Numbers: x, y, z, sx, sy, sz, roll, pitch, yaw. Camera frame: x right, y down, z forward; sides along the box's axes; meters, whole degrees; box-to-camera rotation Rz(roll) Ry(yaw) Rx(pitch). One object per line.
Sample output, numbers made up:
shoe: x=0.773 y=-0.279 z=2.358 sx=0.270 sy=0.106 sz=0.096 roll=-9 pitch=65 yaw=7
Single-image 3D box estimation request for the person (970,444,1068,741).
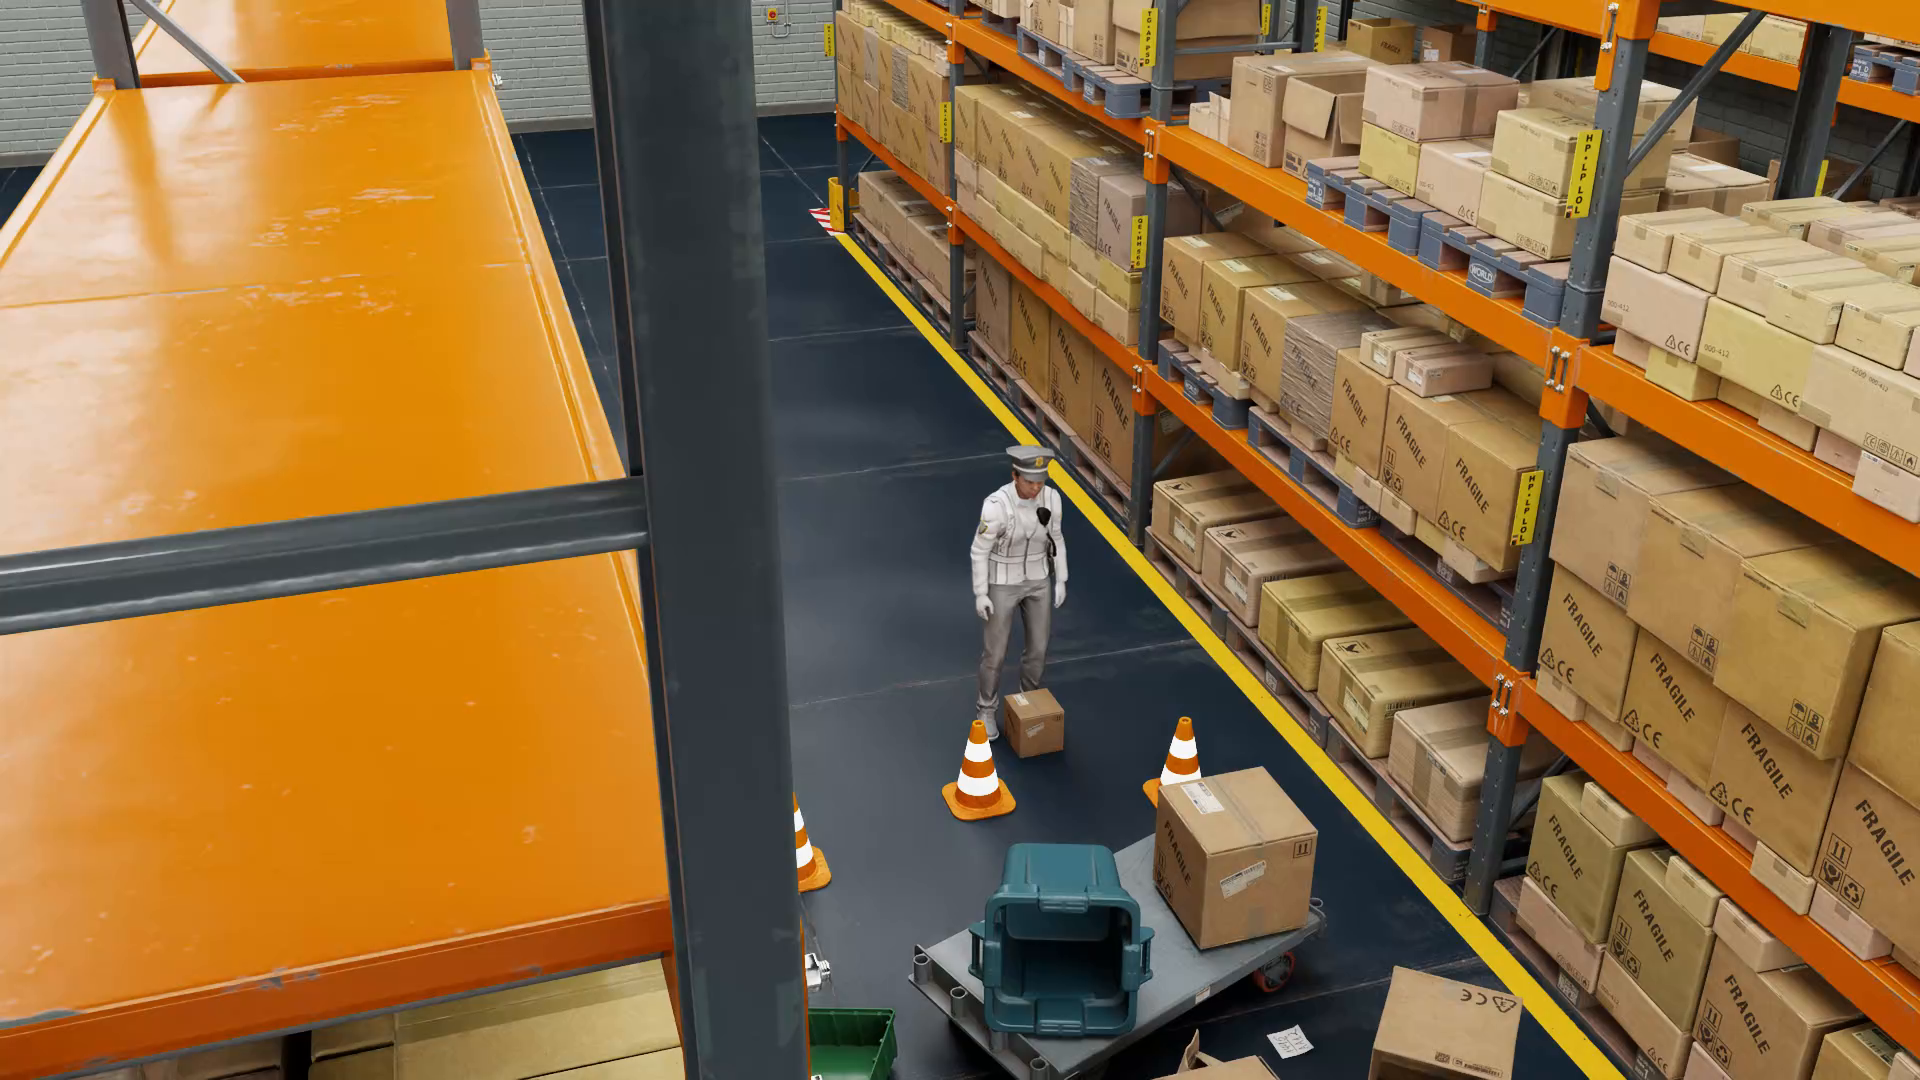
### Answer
person: x=0.320 y=0.254 z=8.836 sx=0.538 sy=1.663 sz=0.378 roll=-9 pitch=28 yaw=-17
